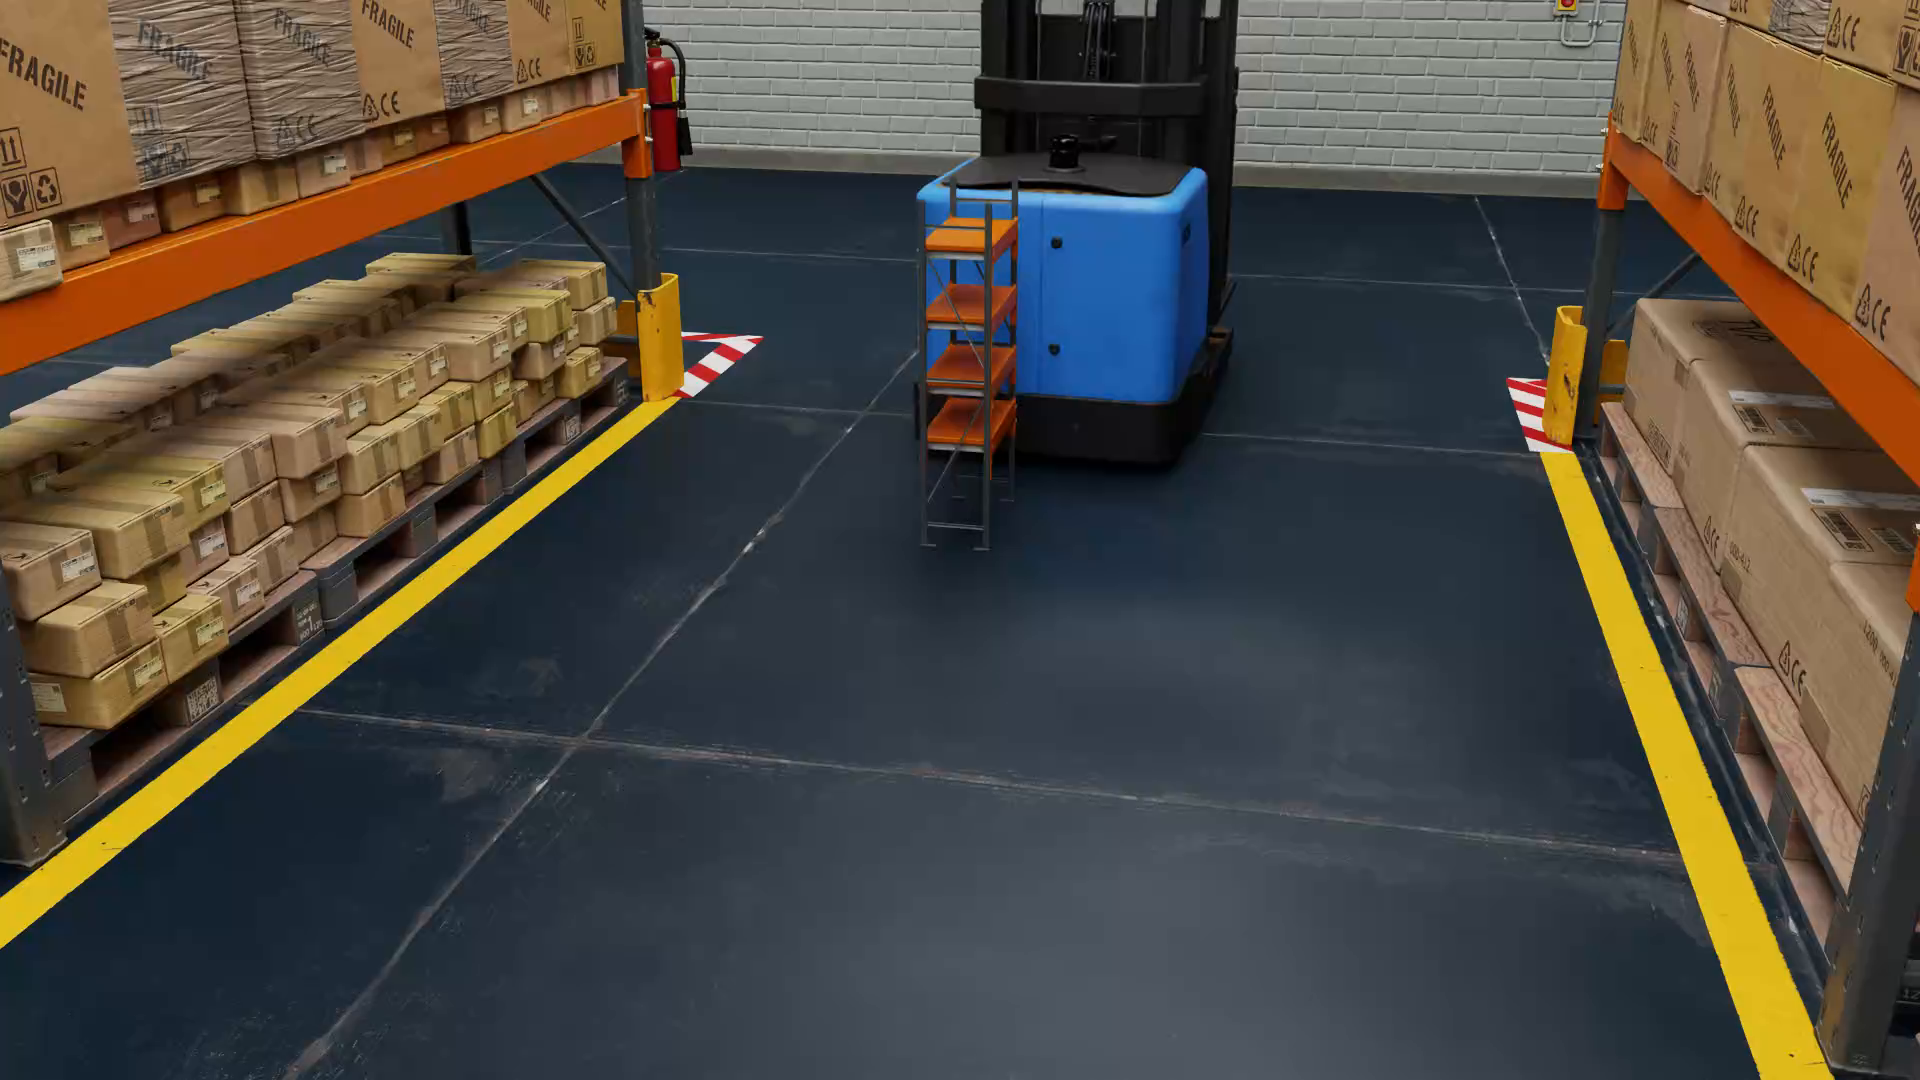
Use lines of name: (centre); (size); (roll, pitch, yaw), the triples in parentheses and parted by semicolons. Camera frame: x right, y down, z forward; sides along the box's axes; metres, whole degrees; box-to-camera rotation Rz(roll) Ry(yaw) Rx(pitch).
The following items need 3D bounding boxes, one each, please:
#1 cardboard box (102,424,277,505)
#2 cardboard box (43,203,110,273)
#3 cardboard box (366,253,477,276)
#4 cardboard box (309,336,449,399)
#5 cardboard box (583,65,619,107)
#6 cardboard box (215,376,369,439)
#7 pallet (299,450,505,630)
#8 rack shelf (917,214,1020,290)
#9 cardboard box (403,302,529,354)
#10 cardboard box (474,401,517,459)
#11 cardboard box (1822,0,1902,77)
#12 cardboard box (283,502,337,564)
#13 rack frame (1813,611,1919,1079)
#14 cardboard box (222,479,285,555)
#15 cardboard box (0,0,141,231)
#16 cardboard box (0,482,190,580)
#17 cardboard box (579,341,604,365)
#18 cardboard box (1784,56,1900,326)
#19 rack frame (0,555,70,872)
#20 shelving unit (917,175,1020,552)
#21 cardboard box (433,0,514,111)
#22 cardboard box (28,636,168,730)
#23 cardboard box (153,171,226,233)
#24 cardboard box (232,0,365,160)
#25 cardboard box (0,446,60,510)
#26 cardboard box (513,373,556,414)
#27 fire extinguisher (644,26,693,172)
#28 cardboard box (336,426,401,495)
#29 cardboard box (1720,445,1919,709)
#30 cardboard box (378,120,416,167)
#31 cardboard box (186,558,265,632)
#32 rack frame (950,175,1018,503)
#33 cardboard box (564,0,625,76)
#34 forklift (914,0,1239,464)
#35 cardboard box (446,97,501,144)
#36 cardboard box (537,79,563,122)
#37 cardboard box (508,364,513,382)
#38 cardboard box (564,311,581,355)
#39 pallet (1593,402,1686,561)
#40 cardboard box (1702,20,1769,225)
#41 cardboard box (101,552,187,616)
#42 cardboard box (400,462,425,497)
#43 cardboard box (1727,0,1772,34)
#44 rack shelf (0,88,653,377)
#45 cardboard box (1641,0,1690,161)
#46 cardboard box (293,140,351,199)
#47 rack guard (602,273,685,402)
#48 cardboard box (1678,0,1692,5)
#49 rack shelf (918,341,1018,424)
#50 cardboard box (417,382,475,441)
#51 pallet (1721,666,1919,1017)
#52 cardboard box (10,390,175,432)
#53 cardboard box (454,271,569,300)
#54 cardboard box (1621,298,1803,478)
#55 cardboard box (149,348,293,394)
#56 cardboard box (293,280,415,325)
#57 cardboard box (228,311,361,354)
cardboard box: (-2.238, -0.220, 4.841); (0.380, 0.149, 0.250); (4, 22, 10)
cardboard box: (-2.301, -0.734, 3.997); (0.380, 0.149, 0.250); (5, 22, 12)
cardboard box: (-2.282, -1.117, 7.069); (0.380, 0.149, 0.250); (3, 22, 8)
cardboard box: (-2.016, -0.598, 5.780); (0.380, 0.149, 0.250); (4, 22, 9)
cardboard box: (-1.633, -1.877, 6.835); (0.380, 0.149, 0.250); (4, 22, 11)
cardboard box: (-2.131, -0.412, 5.320); (0.380, 0.149, 0.250); (4, 22, 9)
pallet: (-2.310, -0.074, 5.754); (1.003, 0.211, 1.213); (4, 22, 11)
rack shelf: (0.034, -0.982, 5.633); (0.258, 0.148, 0.480); (4, 22, 11)
cardboard box: (-1.854, -0.788, 6.253); (0.380, 0.149, 0.250); (4, 22, 9)
cardboard box: (-1.866, -0.417, 6.128); (0.380, 0.149, 0.250); (3, 22, 9)
cardboard box: (2.145, -1.220, 3.395); (0.500, 0.500, 0.500); (4, 22, 10)
cardboard box: (-2.193, -0.042, 5.198); (0.380, 0.149, 0.250); (4, 22, 9)
rack frame: (2.207, -0.331, 2.660); (1.000, 3.000, 0.127); (4, 22, 11)
cardboard box: (-2.236, -0.080, 4.892); (0.380, 0.149, 0.250); (3, 22, 8)
cardboard box: (-2.311, -1.018, 3.833); (0.500, 0.500, 0.500); (4, 22, 10)
cardboard box: (-2.272, -0.026, 4.361); (0.380, 0.149, 0.250); (6, 23, 14)
cardboard box: (-1.746, -0.798, 7.075); (0.380, 0.149, 0.250); (5, 22, 12)
cardboard box: (2.151, -0.755, 3.580); (0.500, 0.500, 0.500); (4, 22, 10)
rack frame: (-2.659, -0.671, 3.506); (1.000, 3.000, 0.127); (4, 22, 11)
shelving unit: (0.034, -0.617, 5.780); (0.258, 1.200, 0.503); (4, 22, 11)
cardboard box: (-1.887, -1.761, 5.678); (0.500, 0.500, 0.500); (5, 22, 11)
cardboard box: (-2.270, 0.347, 4.230); (0.380, 0.149, 0.250); (3, 22, 9)
cardboard box: (-2.237, -0.934, 4.494); (0.380, 0.149, 0.250); (3, 22, 9)
cardboard box: (-2.079, -1.381, 4.735); (0.500, 0.500, 0.500); (4, 22, 10)
cardboard box: (-2.784, -0.158, 4.688); (0.380, 0.149, 0.250); (4, 22, 10)
cardboard box: (-1.838, -0.607, 6.598); (0.380, 0.149, 0.250); (4, 22, 11)
fire extinguisher: (-1.340, -1.982, 7.363); (0.296, 0.674, 0.183); (4, 22, 11)
cardboard box: (-2.043, -0.266, 5.355); (0.380, 0.149, 0.250); (4, 22, 11)
cardboard box: (2.623, 0.114, 4.424); (0.875, 0.438, 0.875); (4, 22, 9)
cardboard box: (-2.020, -1.314, 5.438); (0.380, 0.149, 0.250); (5, 22, 12)
cardboard box: (-2.216, 0.155, 4.707); (0.380, 0.149, 0.250); (4, 22, 11)
rack frame: (0.084, -0.706, 6.001); (0.240, 1.200, 0.015); (4, 22, 11)
cardboard box: (-1.683, -2.135, 6.607); (0.500, 0.500, 0.500); (5, 22, 12)
forklift: (0.692, -2.174, 7.328); (1.130, 2.935, 3.031); (6, 23, 14)
cardboard box: (-1.869, -1.507, 5.916); (0.380, 0.149, 0.250); (3, 22, 9)
cardboard box: (-1.757, -1.696, 6.386); (0.380, 0.149, 0.250); (4, 22, 10)
cardboard box: (-1.931, -0.649, 6.306); (0.380, 0.149, 0.250); (4, 22, 10)
cardboard box: (-1.777, -0.838, 6.776); (0.380, 0.149, 0.250); (4, 22, 10)
pallet: (2.937, -0.202, 6.073); (1.003, 0.211, 1.213); (4, 22, 11)
cardboard box: (2.361, -1.130, 4.511); (0.500, 0.500, 0.500); (5, 23, 13)
cardboard box: (-2.308, 0.111, 4.420); (0.380, 0.149, 0.250); (5, 22, 11)
cardboard box: (-2.067, -0.232, 5.668); (0.380, 0.149, 0.250); (5, 22, 12)
cardboard box: (2.350, -1.589, 4.313); (0.500, 0.500, 0.500); (5, 22, 11)
rack shelf: (-2.251, -1.069, 5.456); (1.077, 0.370, 4.000); (4, 22, 11)
cardboard box: (2.569, -1.500, 5.428); (0.500, 0.500, 0.500); (4, 22, 10)
cardboard box: (-2.060, -1.119, 4.953); (0.380, 0.149, 0.250); (5, 23, 13)
rack guard: (-1.859, -0.947, 7.536); (1.175, 0.500, 0.348); (4, 22, 11)
cardboard box: (2.548, -1.961, 5.235); (0.500, 0.500, 0.500); (4, 22, 9)
rack shelf: (0.034, -0.555, 5.805); (0.258, 0.148, 0.480); (4, 22, 11)
cardboard box: (-1.939, -0.457, 5.829); (0.380, 0.149, 0.250); (6, 23, 14)
pallet: (2.439, 0.690, 3.857); (1.003, 0.211, 1.213); (4, 22, 11)
cardboard box: (-2.690, -0.353, 5.172); (0.380, 0.149, 0.250); (3, 22, 8)
cardboard box: (-1.810, -0.982, 6.735); (0.380, 0.149, 0.250); (5, 22, 12)
cardboard box: (2.987, -0.551, 6.075); (0.875, 0.438, 0.875); (4, 22, 9)
cardboard box: (-2.489, -0.535, 5.624); (0.380, 0.149, 0.250); (5, 22, 11)
cardboard box: (-2.398, -0.925, 6.592); (0.380, 0.149, 0.250); (4, 22, 11)
cardboard box: (-2.433, -0.727, 6.101); (0.380, 0.149, 0.250); (5, 23, 13)
